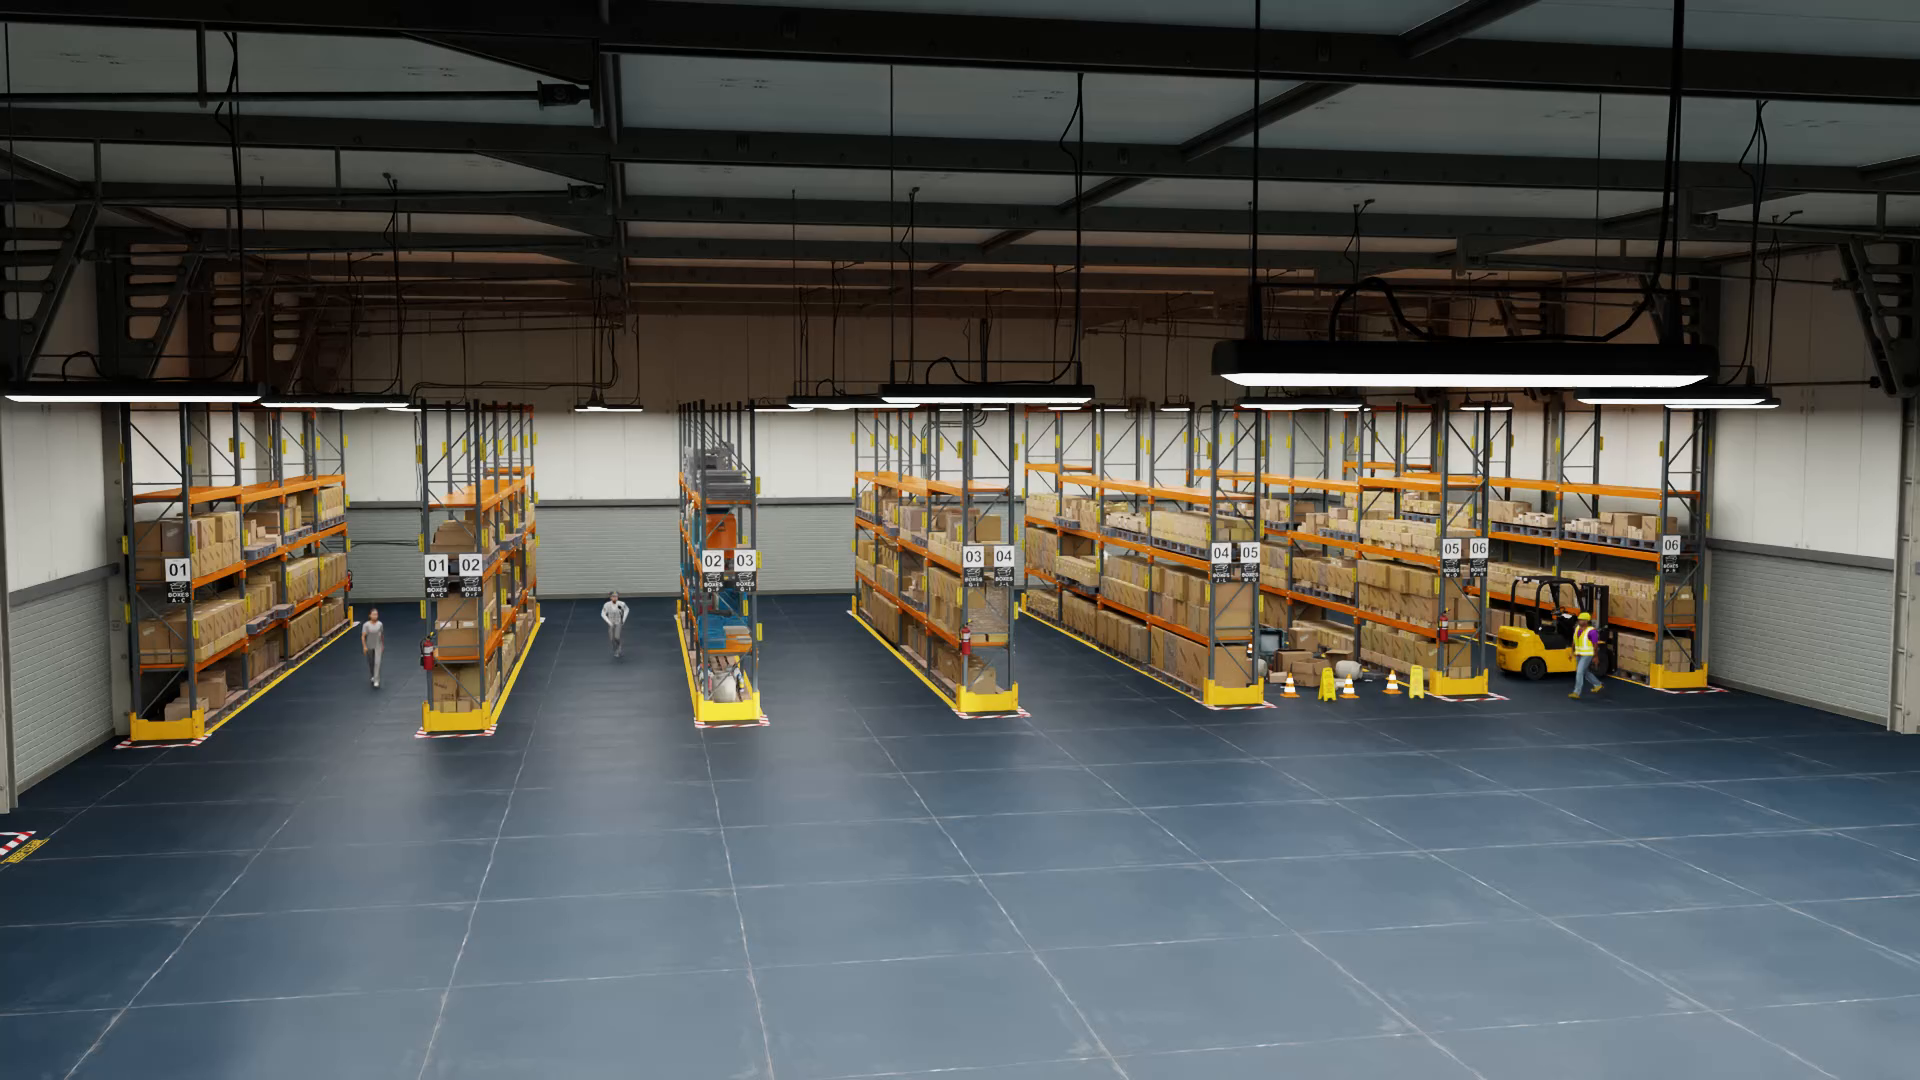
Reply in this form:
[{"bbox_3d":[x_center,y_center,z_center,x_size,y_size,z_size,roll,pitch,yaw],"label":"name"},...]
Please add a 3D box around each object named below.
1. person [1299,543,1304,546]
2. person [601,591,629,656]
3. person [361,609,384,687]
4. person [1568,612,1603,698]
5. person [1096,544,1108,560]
[{"bbox_3d":[10.784,0.921,52.355,0.986,1.684,0.528,-1,5,-18],"label":"person"},{"bbox_3d":[-8.123,1.971,39.187,0.586,1.603,0.703,0,4,1],"label":"person"},{"bbox_3d":[-12.394,2.263,35.085,0.422,1.602,1.082,-1,4,-14],"label":"person"},{"bbox_3d":[12.649,2.318,33.633,0.995,1.733,0.599,-2,5,-22],"label":"person"},{"bbox_3d":[4.330,0.972,51.370,0.463,1.811,0.583,-3,5,-36],"label":"person"}]
